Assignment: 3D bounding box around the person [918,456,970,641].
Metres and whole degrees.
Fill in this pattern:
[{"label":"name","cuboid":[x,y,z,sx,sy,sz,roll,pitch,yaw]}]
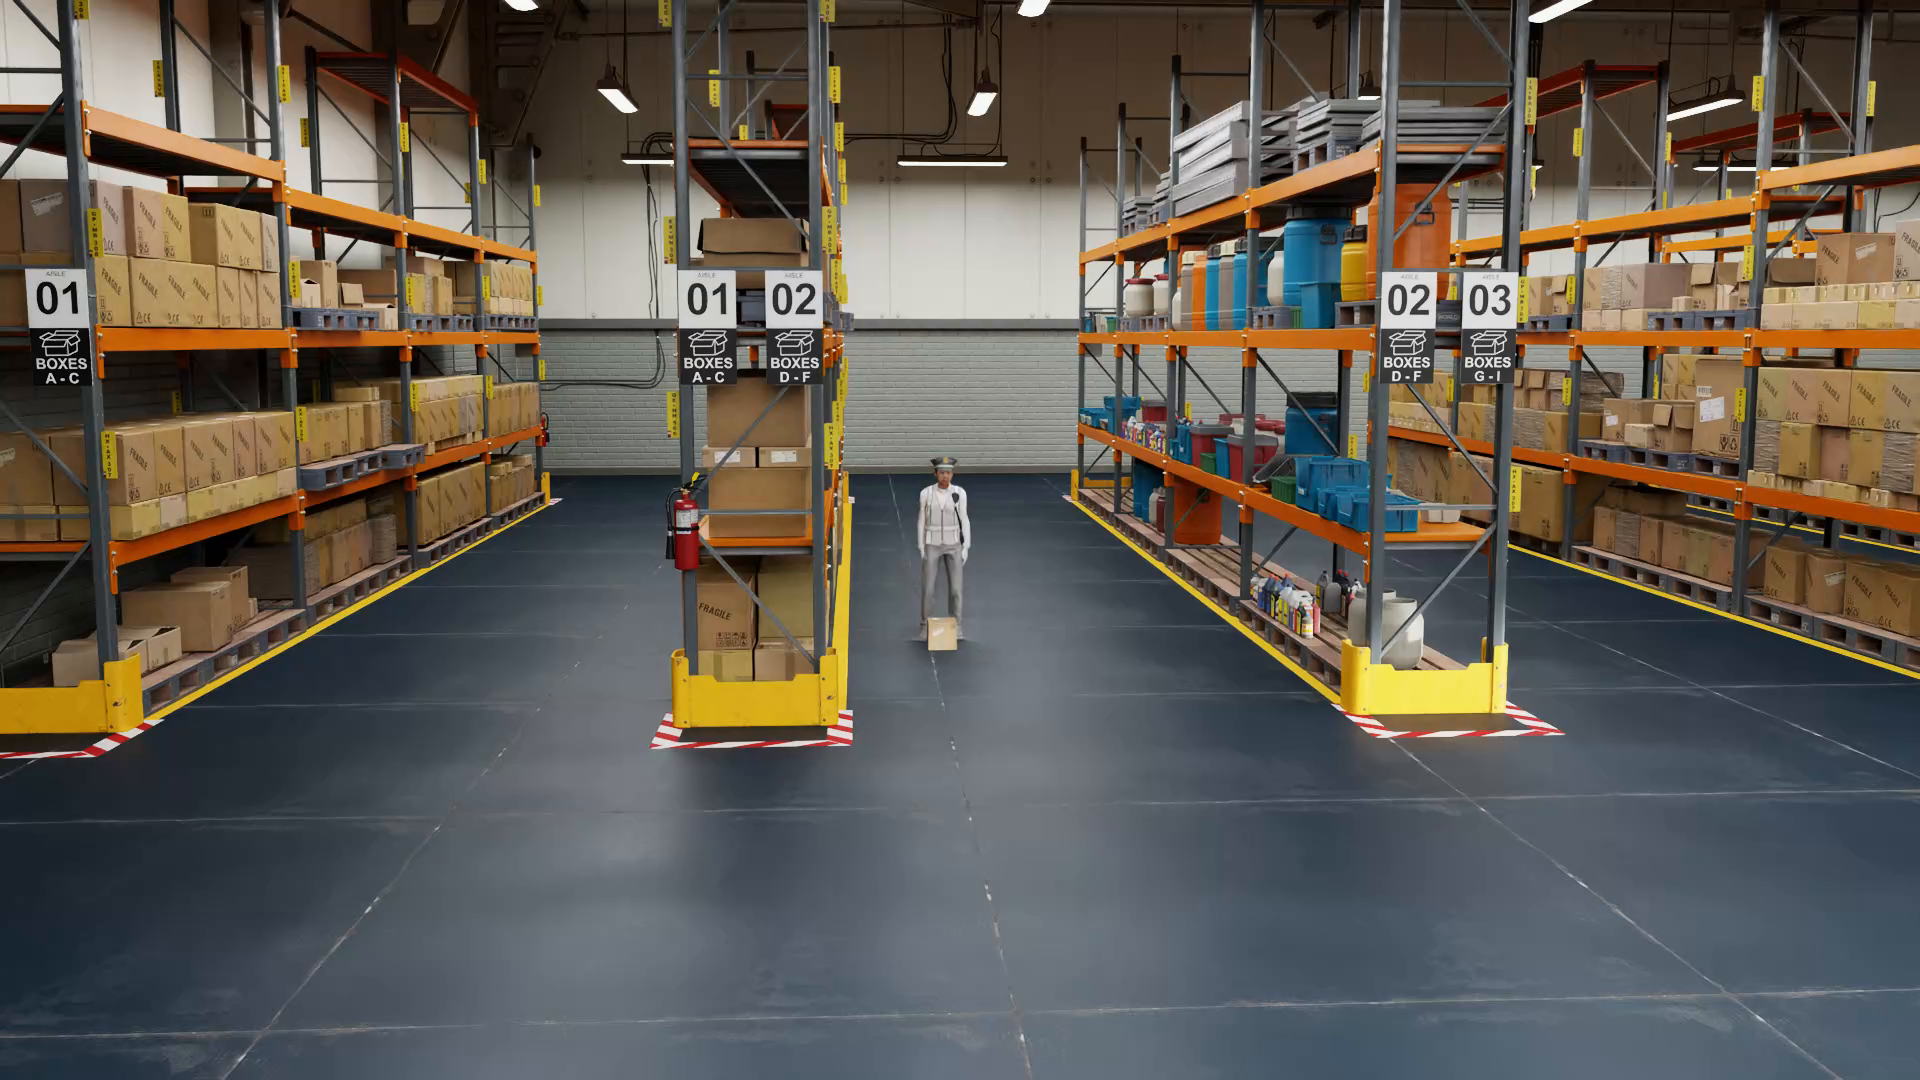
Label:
[{"label":"person","cuboid":[-0.147,0.077,15.139,0.477,1.692,0.339,0,7,-2]}]
